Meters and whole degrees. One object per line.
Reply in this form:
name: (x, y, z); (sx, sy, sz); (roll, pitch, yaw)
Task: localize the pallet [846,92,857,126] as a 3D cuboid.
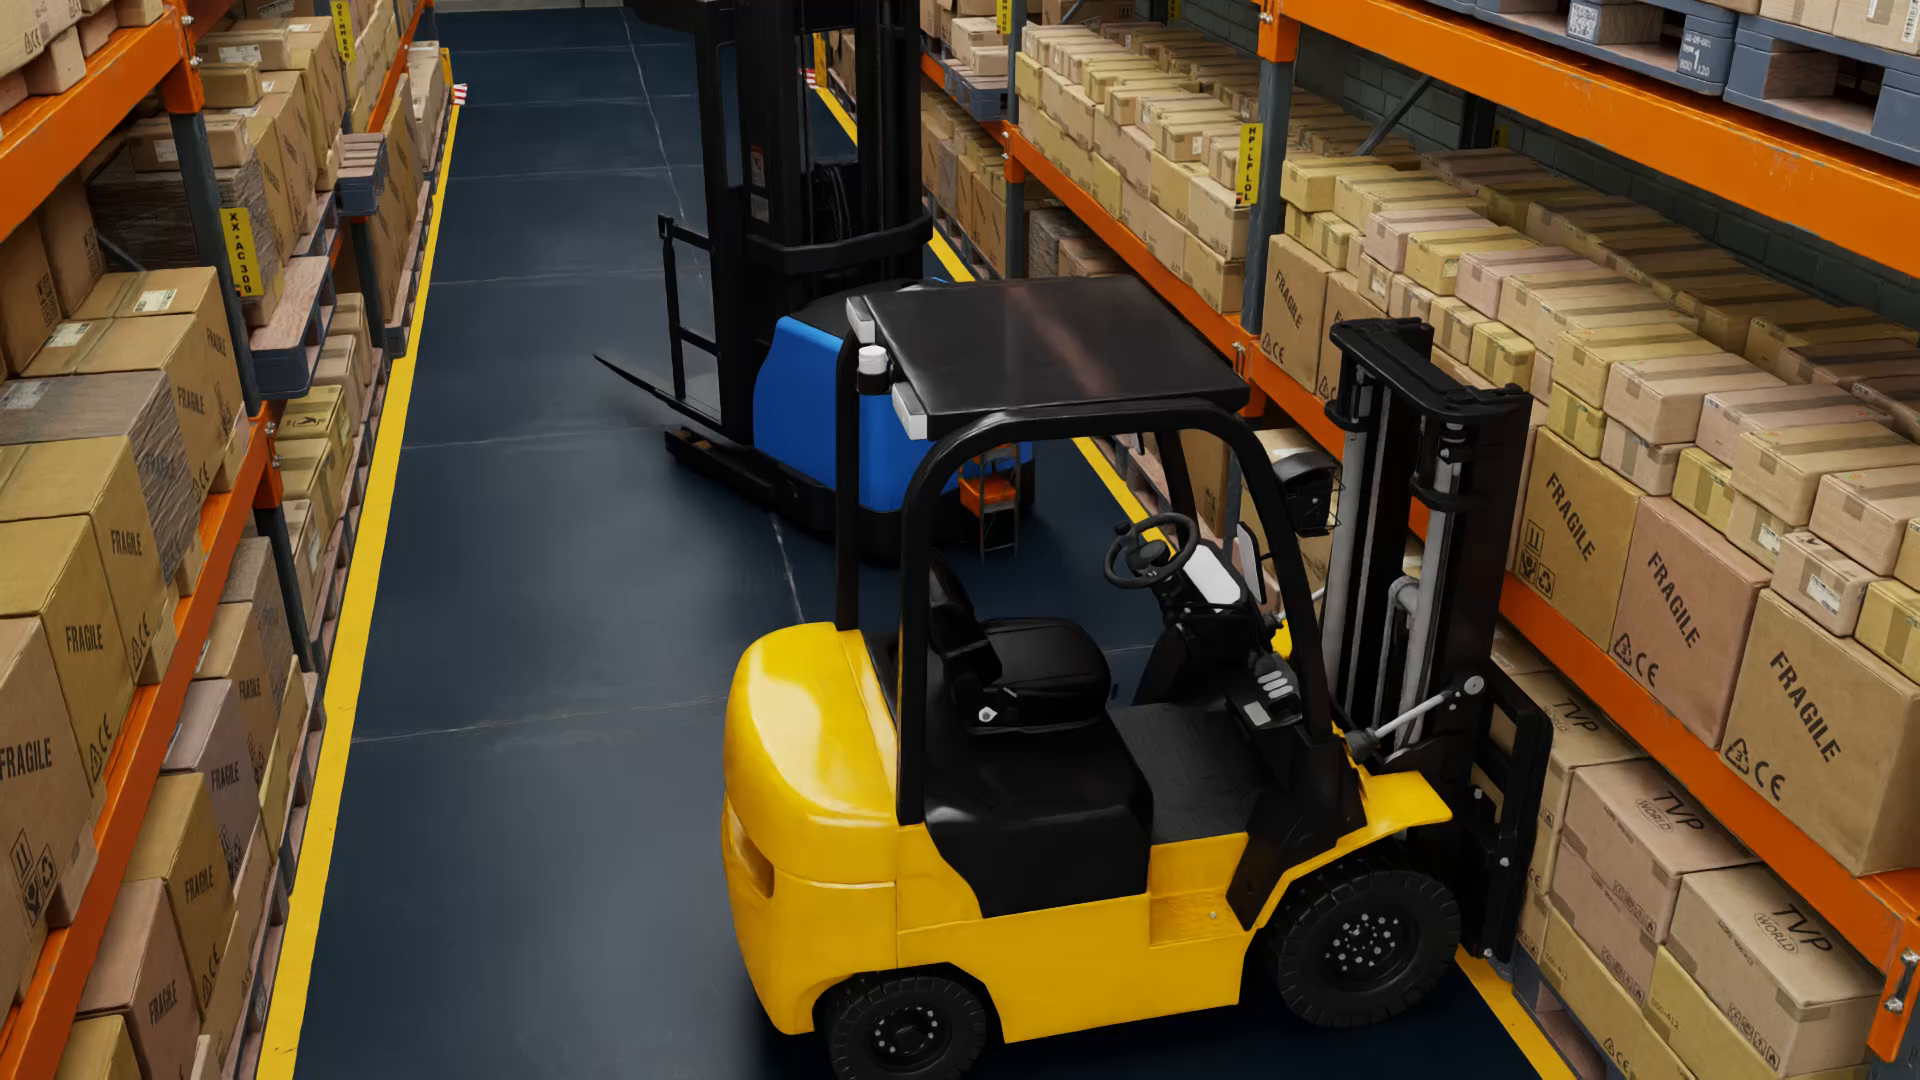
pallet: (-0.532, -4.207, 16.352); (1.003, 0.211, 1.213); (-6, 27, -12)

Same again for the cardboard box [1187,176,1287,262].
cardboard box: (1.343, -1.448, 7.401); (0.500, 0.250, 0.500); (-7, 28, -13)

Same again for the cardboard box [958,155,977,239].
cardboard box: (0.274, -2.544, 12.269); (0.500, 0.500, 0.500); (-5, 27, -9)

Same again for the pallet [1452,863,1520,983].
pallet: (2.120, 1.033, 5.969); (1.003, 0.211, 1.213); (-6, 27, -12)

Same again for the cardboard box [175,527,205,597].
cardboard box: (-2.531, 0.072, 5.058); (0.380, 0.149, 0.250); (-6, 27, -12)

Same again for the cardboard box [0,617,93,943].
cardboard box: (-2.187, 0.519, 3.452); (0.500, 0.500, 0.500); (-5, 27, -10)

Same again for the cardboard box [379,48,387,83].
cardboard box: (-4.380, -3.423, 11.869); (0.500, 0.250, 0.500); (-7, 28, -13)

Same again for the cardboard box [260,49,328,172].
cardboard box: (-3.418, -2.099, 8.172); (0.500, 0.500, 0.500); (-8, 28, -15)

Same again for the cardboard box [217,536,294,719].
cardboard box: (-2.738, 0.341, 5.998); (0.500, 0.500, 0.500); (-6, 27, -12)

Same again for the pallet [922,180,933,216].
pallet: (0.120, -3.016, 13.991); (1.003, 0.211, 1.213); (-6, 27, -12)

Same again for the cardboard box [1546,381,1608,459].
cardboard box: (1.940, -0.365, 4.813); (0.380, 0.149, 0.250); (-6, 27, -11)

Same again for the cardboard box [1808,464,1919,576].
cardboard box: (2.232, -0.054, 3.867); (0.380, 0.149, 0.250); (-6, 27, -12)

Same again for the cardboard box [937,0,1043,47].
cardboard box: (0.253, -3.789, 11.848); (0.797, 0.503, 0.637); (-7, 28, -13)

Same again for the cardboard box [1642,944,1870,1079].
cardboard box: (2.190, 1.289, 4.398); (0.500, 0.250, 0.500); (-6, 27, -12)

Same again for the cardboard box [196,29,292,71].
cardboard box: (-3.390, -2.317, 7.885); (0.380, 0.149, 0.250); (-7, 28, -14)

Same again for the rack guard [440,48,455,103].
rack guard: (-5.842, -4.759, 17.124); (1.175, 0.500, 0.348); (-6, 27, -12)

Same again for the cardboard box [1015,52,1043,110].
cardboard box: (0.639, -2.792, 10.065); (0.500, 0.250, 0.500); (-6, 27, -12)

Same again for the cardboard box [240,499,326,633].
cardboard box: (-3.253, 0.159, 7.056); (0.950, 0.372, 0.625); (-6, 27, -11)

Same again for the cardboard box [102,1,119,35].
cardboard box: (-2.793, -1.596, 5.033); (0.380, 0.149, 0.250); (-6, 27, -11)

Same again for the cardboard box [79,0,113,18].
cardboard box: (-2.656, -1.613, 4.624); (0.500, 0.250, 0.500); (-6, 27, -12)

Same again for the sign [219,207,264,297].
sign: (-2.605, -1.041, 6.023); (0.100, 0.325, 0.005); (-6, 27, -12)

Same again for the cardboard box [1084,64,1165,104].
cardboard box: (0.887, -2.457, 8.958); (0.380, 0.149, 0.250); (-5, 27, -11)

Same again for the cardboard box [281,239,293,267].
cardboard box: (-3.152, -1.291, 7.291); (0.380, 0.149, 0.250); (-6, 27, -11)

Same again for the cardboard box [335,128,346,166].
cardboard box: (-3.499, -2.091, 8.877); (0.380, 0.149, 0.250); (-6, 27, -12)

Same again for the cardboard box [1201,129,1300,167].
cardboard box: (1.330, -1.788, 7.632); (0.380, 0.149, 0.250); (-6, 27, -12)

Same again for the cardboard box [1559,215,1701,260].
cardboard box: (2.314, -1.011, 5.763); (0.380, 0.149, 0.250); (-6, 27, -12)

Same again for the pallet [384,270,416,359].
pallet: (-4.138, -1.461, 10.911); (1.003, 0.211, 1.213); (-6, 27, -12)

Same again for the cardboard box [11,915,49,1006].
cardboard box: (-2.157, 0.868, 3.481); (0.380, 0.149, 0.250); (-7, 28, -13)

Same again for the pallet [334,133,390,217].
pallet: (-3.769, -1.965, 9.026); (1.213, 0.211, 1.003); (-6, 27, -12)

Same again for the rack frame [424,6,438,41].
rack frame: (-5.837, -5.864, 16.540); (1.000, 3.000, 0.127); (-6, 27, -12)

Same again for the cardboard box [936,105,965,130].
cardboard box: (0.023, -3.333, 13.113); (0.380, 0.149, 0.250); (-6, 27, -12)

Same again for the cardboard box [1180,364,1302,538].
cardboard box: (1.574, -0.457, 7.996); (0.875, 0.625, 0.625); (-5, 27, -9)

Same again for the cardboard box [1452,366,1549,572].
cardboard box: (1.890, -0.253, 5.312); (0.500, 0.500, 0.500); (-6, 27, -11)

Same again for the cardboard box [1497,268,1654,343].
cardboard box: (1.927, -0.734, 5.214); (0.380, 0.149, 0.250); (-6, 27, -11)

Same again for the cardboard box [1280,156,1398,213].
cardboard box: (1.486, -1.399, 6.532); (0.380, 0.149, 0.250); (-5, 27, -11)

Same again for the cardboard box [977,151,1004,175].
cardboard box: (0.335, -2.647, 11.754); (0.380, 0.149, 0.250); (-7, 28, -13)

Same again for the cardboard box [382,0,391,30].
cardboard box: (-4.479, -3.877, 12.214); (0.500, 0.250, 0.500); (-5, 27, -10)

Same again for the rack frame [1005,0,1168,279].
rack frame: (0.801, -2.858, 10.584); (1.000, 3.000, 0.127); (-6, 27, -12)

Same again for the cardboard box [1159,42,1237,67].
cardboard box: (1.362, -2.746, 9.531); (0.380, 0.149, 0.250); (-6, 28, -13)

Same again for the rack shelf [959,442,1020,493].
rack shelf: (0.136, -0.408, 7.915); (0.215, 0.259, 0.240); (-13, 29, -22)

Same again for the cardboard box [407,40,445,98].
cardboard box: (-5.591, -4.628, 16.469); (0.875, 0.438, 0.875); (-7, 28, -13)

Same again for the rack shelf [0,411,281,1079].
rack shelf: (-2.682, 0.603, 4.525); (1.077, 0.370, 4.000); (-6, 27, -12)

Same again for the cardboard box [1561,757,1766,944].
cardboard box: (2.076, 0.854, 4.706); (0.500, 0.250, 0.500); (-5, 27, -11)

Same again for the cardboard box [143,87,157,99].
cardboard box: (-3.802, -1.815, 7.611); (0.500, 0.500, 0.500); (-7, 28, -14)

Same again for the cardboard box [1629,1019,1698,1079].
cardboard box: (2.191, 1.520, 4.495); (0.500, 0.250, 0.500); (-6, 27, -11)

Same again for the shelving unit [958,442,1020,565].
shelving unit: (0.136, -0.418, 7.910); (0.215, 1.050, 0.252); (-13, 29, -22)

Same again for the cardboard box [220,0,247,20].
cardboard box: (-4.405, -3.044, 9.731); (0.500, 0.500, 0.500); (-7, 28, -13)

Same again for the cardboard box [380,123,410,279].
cardboard box: (-4.305, -2.295, 11.360); (0.875, 0.875, 0.875); (-6, 27, -11)

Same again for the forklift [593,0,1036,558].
forklift: (-0.960, -1.810, 8.584); (1.130, 2.935, 3.031); (-21, 34, -36)

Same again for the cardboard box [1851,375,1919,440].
cardboard box: (2.596, -0.325, 4.404); (0.380, 0.149, 0.250); (-6, 27, -11)

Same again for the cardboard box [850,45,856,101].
cardboard box: (-0.780, -4.542, 16.228); (0.500, 0.500, 0.500); (-5, 27, -11)

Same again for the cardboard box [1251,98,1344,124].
cardboard box: (1.659, -2.067, 8.186); (0.380, 0.149, 0.250); (-6, 27, -12)

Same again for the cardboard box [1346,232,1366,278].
cardboard box: (1.664, -1.045, 6.160); (0.380, 0.149, 0.250); (-6, 27, -12)

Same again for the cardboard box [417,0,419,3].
cardboard box: (-5.117, -5.052, 14.819); (0.500, 0.500, 0.500); (-5, 27, -10)

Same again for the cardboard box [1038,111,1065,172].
cardboard box: (0.772, -2.350, 9.744); (0.500, 0.250, 0.500); (-7, 28, -13)
